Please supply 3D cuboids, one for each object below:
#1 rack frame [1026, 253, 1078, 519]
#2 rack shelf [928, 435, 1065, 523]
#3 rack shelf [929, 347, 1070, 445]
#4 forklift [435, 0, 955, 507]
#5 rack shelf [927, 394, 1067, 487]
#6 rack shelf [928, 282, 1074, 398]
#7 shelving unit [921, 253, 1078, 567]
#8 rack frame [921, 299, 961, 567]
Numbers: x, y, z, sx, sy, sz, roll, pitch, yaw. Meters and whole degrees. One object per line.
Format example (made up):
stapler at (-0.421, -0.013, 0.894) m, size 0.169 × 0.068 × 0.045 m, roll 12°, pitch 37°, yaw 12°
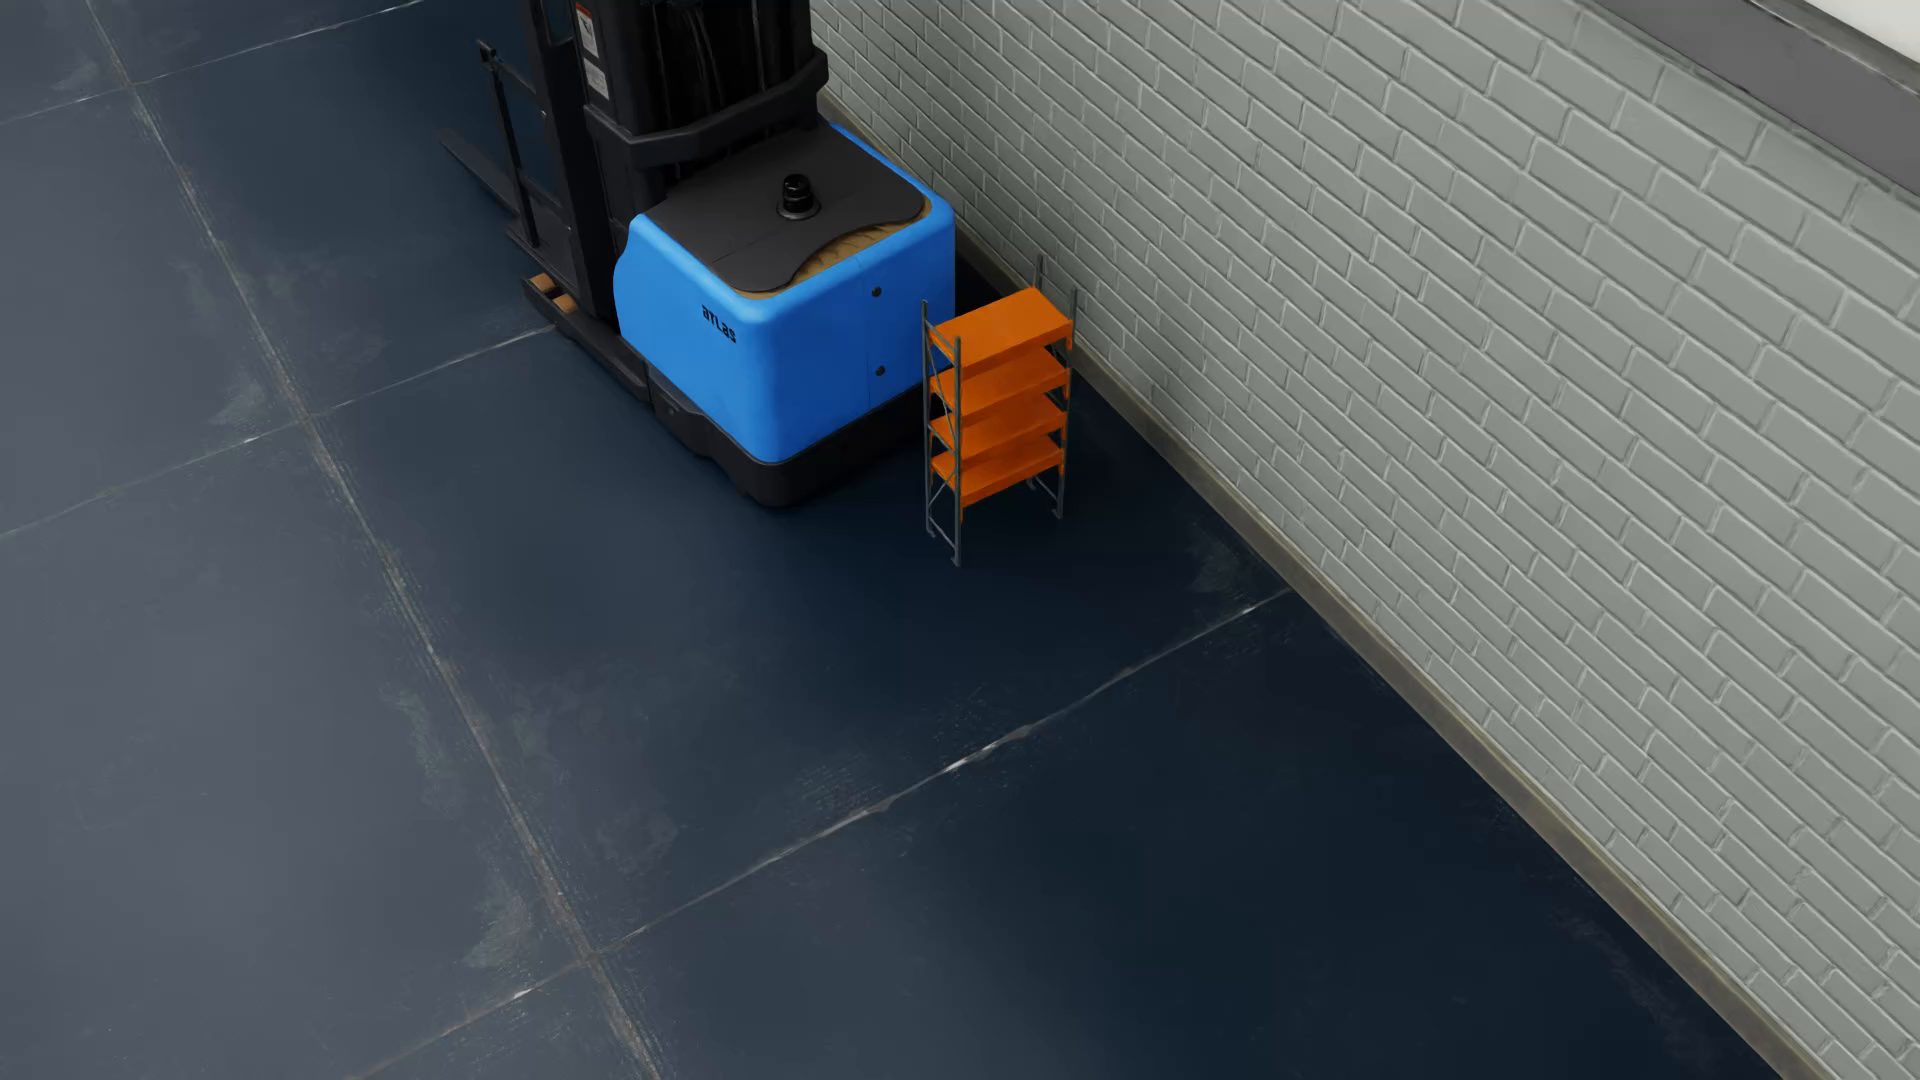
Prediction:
rack frame at (0.346, -0.562, 6.393) m, size 0.015 × 1.200 × 0.240 m, roll -25°, pitch 53°, yaw -21°
rack shelf at (0.140, -0.288, 6.504) m, size 0.480 × 0.148 × 0.258 m, roll -25°, pitch 53°, yaw -21°
rack shelf at (0.140, -0.569, 6.189) m, size 0.480 × 0.148 × 0.258 m, roll -25°, pitch 53°, yaw -21°
forklift at (-1.345, -2.141, 6.639) m, size 1.130 × 2.935 × 3.031 m, roll -33°, pitch 56°, yaw -26°
rack shelf at (0.140, -0.420, 6.356) m, size 0.480 × 0.148 × 0.258 m, roll -25°, pitch 53°, yaw -21°
rack shelf at (0.140, -0.726, 6.013) m, size 0.480 × 0.148 × 0.258 m, roll -25°, pitch 53°, yaw -21°
shelving unit at (0.140, -0.465, 6.306) m, size 0.503 × 1.200 × 0.258 m, roll -25°, pitch 53°, yaw -21°
rack frame at (-0.066, -0.368, 6.219) m, size 0.015 × 1.200 × 0.240 m, roll -25°, pitch 53°, yaw -21°
